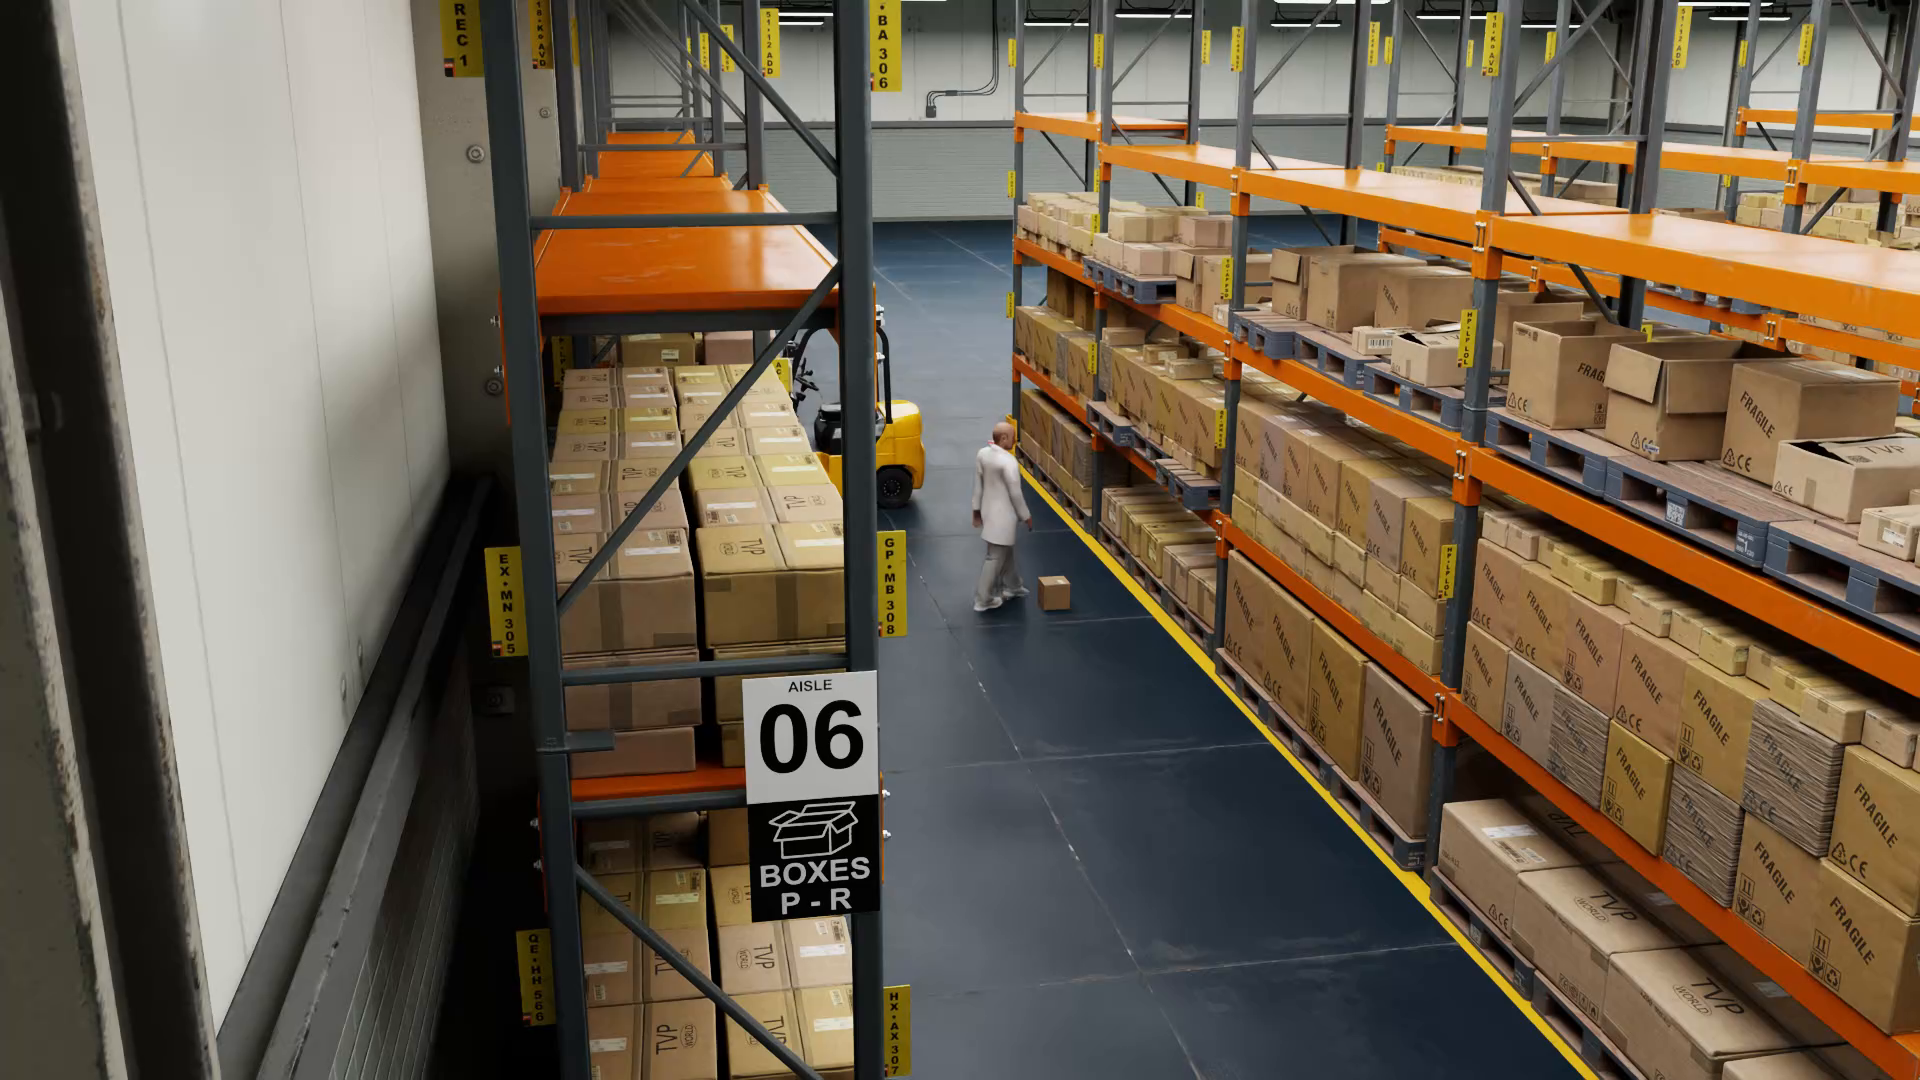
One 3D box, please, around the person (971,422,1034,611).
[{"bbox_3d":[0.455,-0.224,15.343,0.774,1.786,0.629,-9,18,-28],"label":"person"}]
